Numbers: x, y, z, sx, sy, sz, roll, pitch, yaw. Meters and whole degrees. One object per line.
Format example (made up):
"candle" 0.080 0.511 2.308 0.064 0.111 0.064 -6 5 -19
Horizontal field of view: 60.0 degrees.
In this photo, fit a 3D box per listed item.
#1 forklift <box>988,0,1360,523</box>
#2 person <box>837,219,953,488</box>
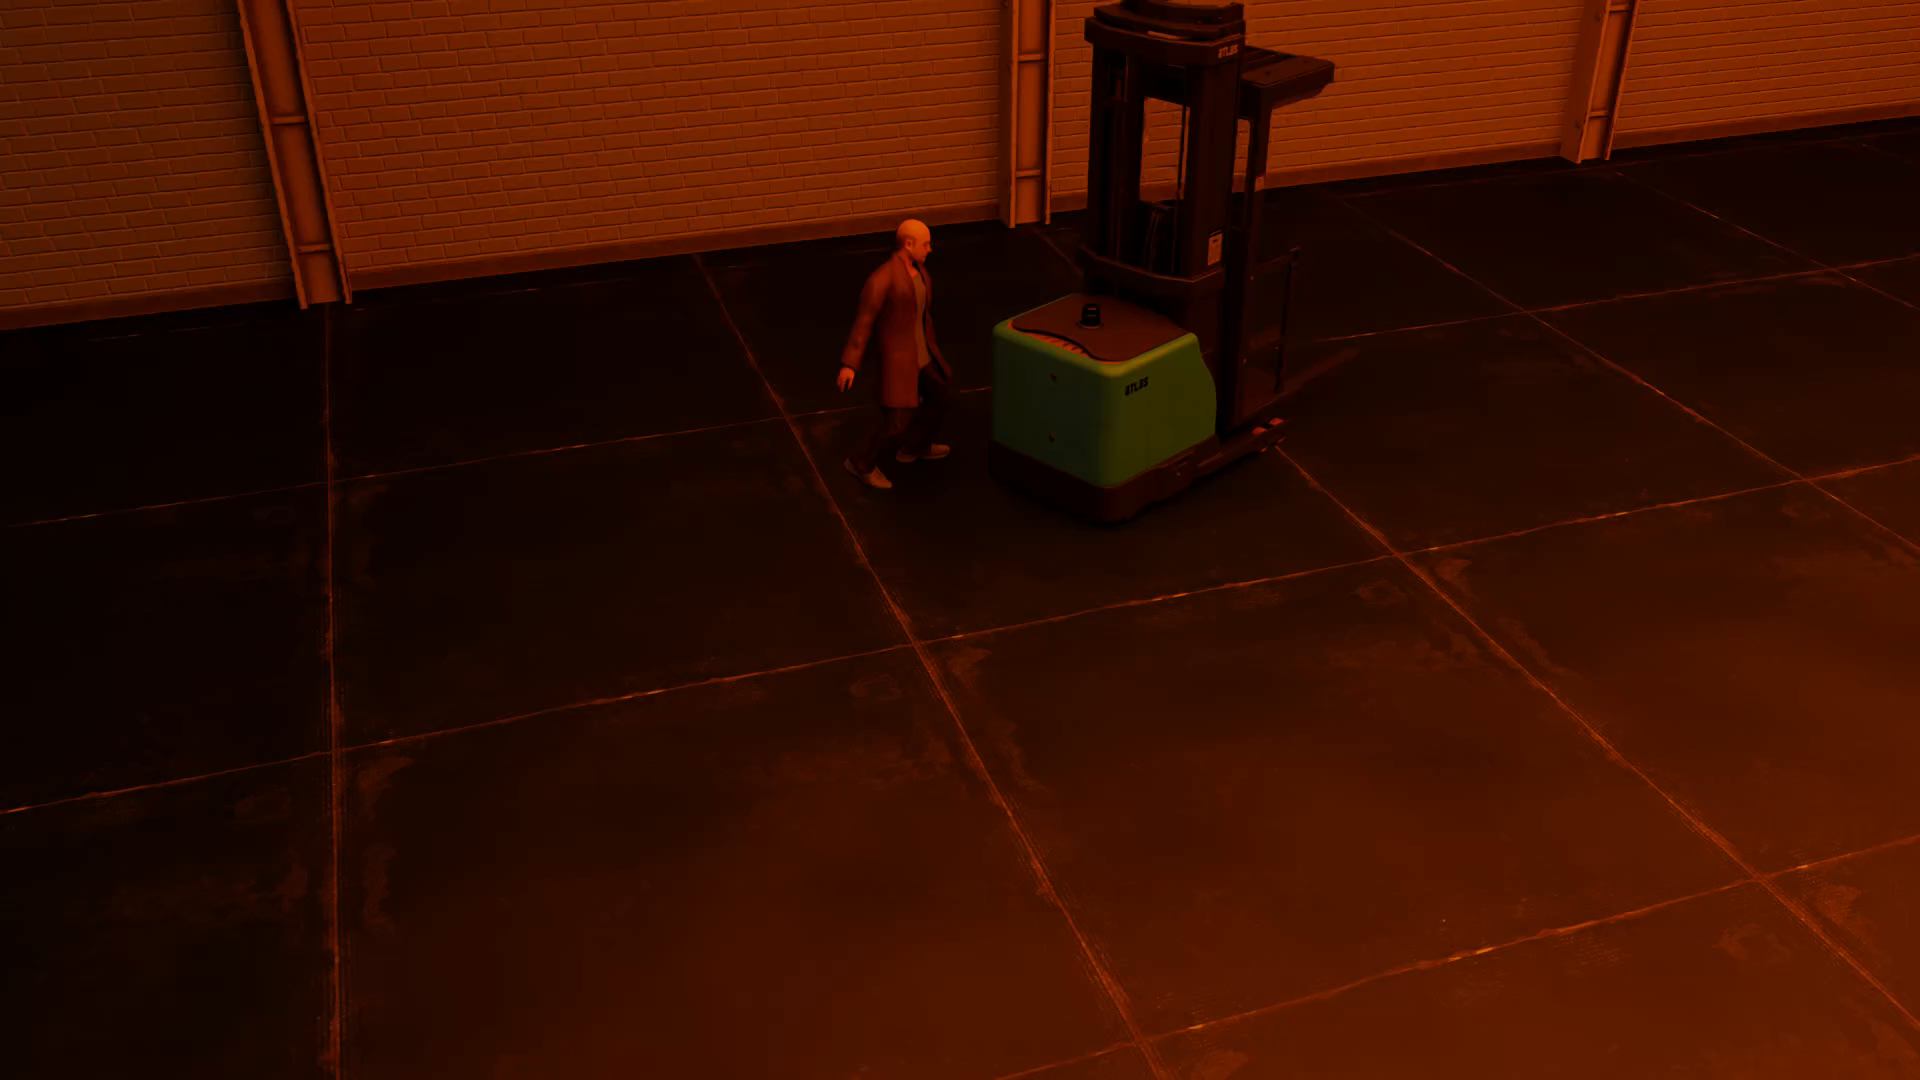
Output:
"forklift" 1.572 -2.012 10.584 1.130 2.935 3.031 26 39 37
"person" -0.419 -1.134 10.337 0.584 1.739 0.935 19 35 30
